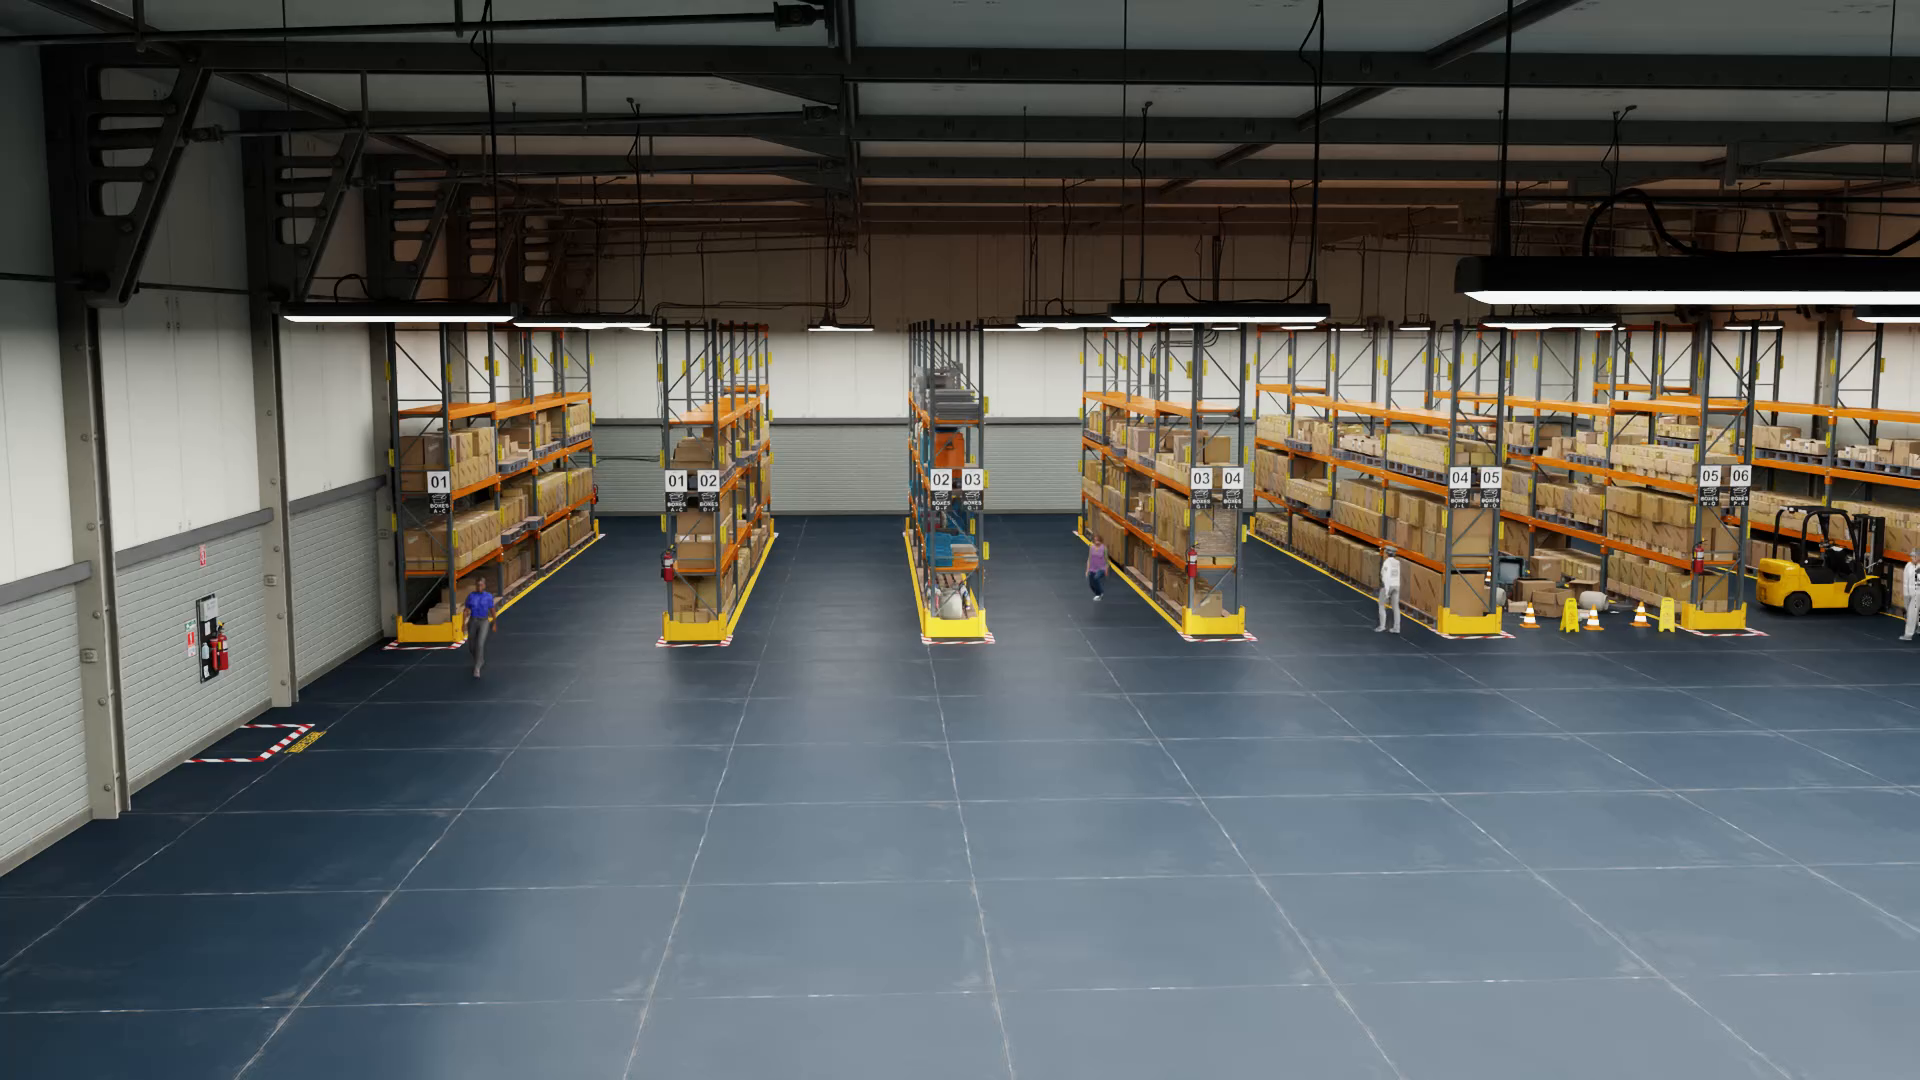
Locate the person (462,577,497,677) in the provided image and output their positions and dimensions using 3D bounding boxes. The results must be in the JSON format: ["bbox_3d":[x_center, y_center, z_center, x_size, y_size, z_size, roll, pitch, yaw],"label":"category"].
[{"bbox_3d":[-8.151,1.505,28.193,0.534,1.514,0.819,-1,7,-5],"label":"person"}]

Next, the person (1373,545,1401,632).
[{"bbox_3d":[8.319,0.971,32.015,0.480,1.721,0.589,-3,8,-20],"label":"person"}]

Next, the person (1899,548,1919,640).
[{"bbox_3d":[17.972,1.006,31.222,1.019,1.721,0.540,-3,8,-26],"label":"person"}]

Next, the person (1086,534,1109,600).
[{"bbox_3d":[2.834,0.561,34.182,0.425,1.386,0.819,5,8,33],"label":"person"}]
